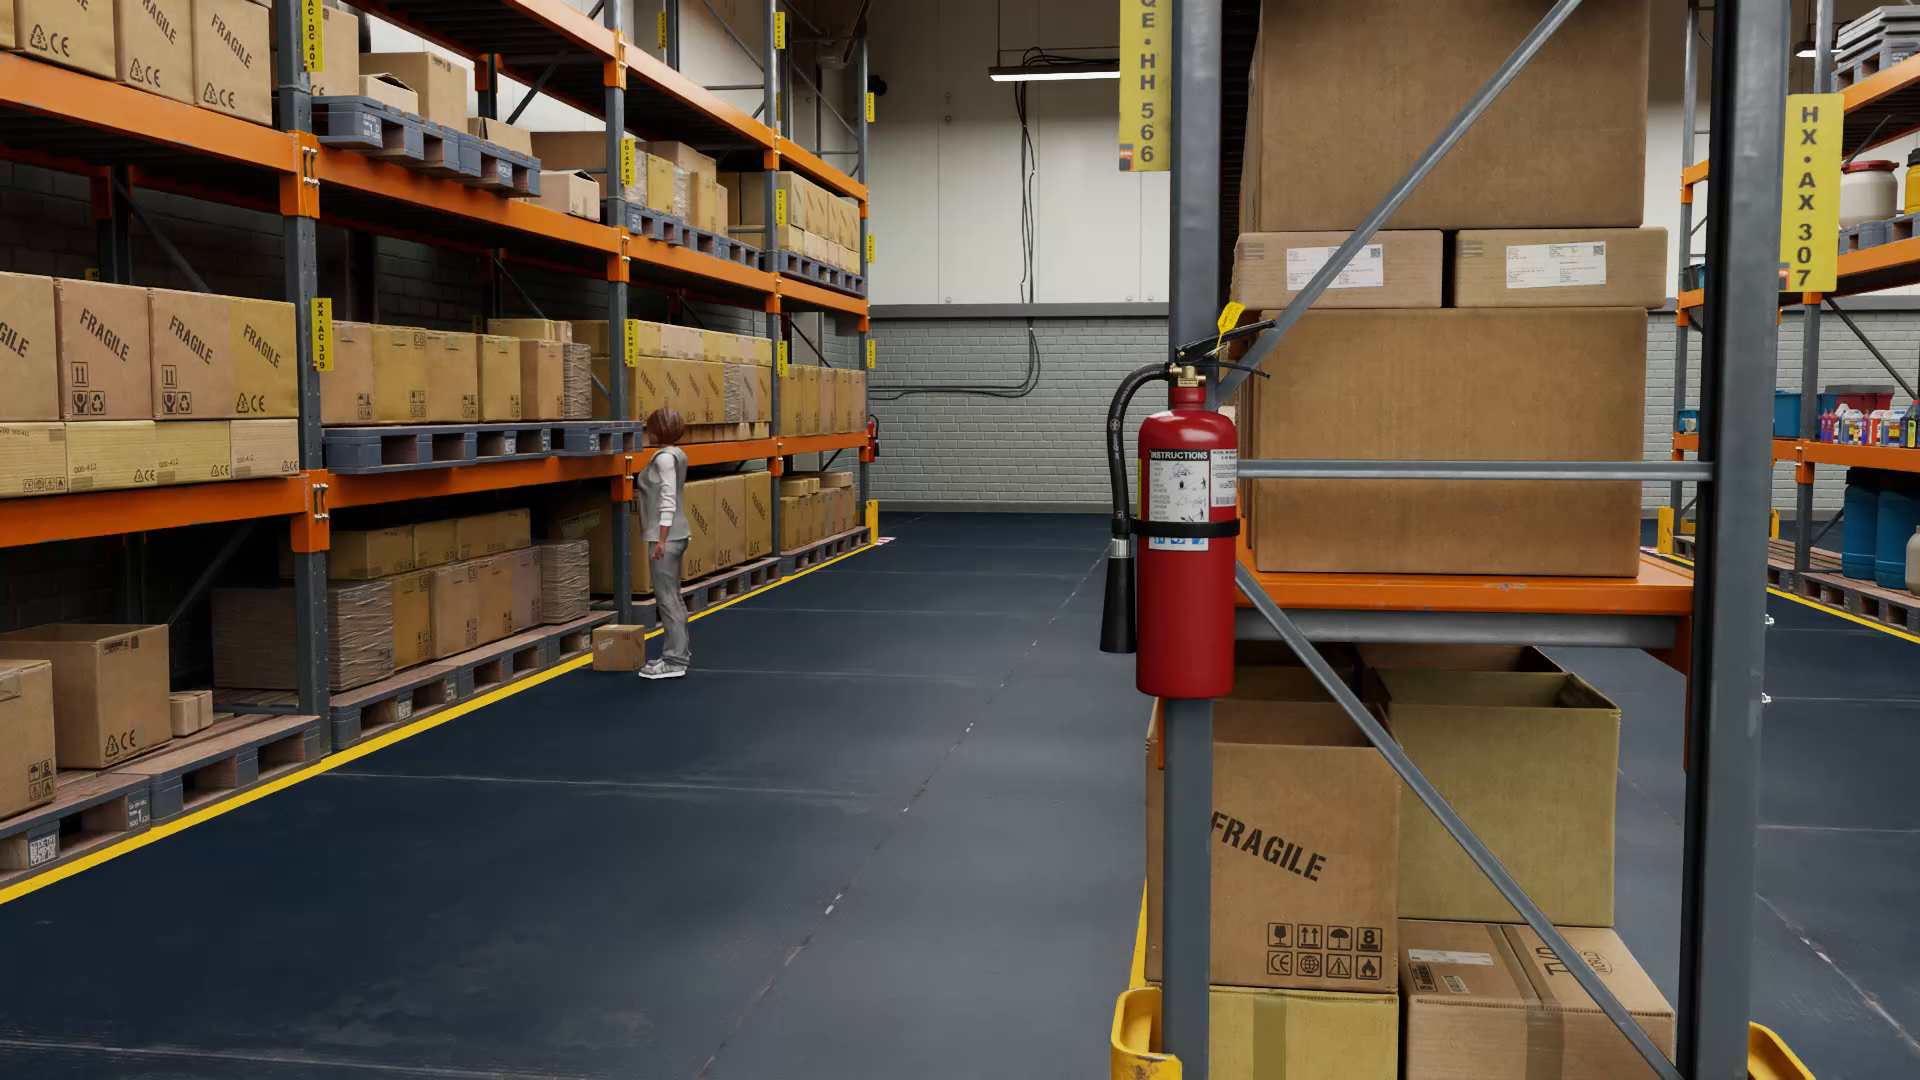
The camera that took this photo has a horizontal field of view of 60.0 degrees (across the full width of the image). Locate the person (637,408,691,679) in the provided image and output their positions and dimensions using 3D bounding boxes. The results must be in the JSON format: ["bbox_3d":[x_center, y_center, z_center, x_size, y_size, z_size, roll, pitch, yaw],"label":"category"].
[{"bbox_3d":[-1.762,0.014,9.913,0.313,1.604,0.408,0,5,1],"label":"person"}]
